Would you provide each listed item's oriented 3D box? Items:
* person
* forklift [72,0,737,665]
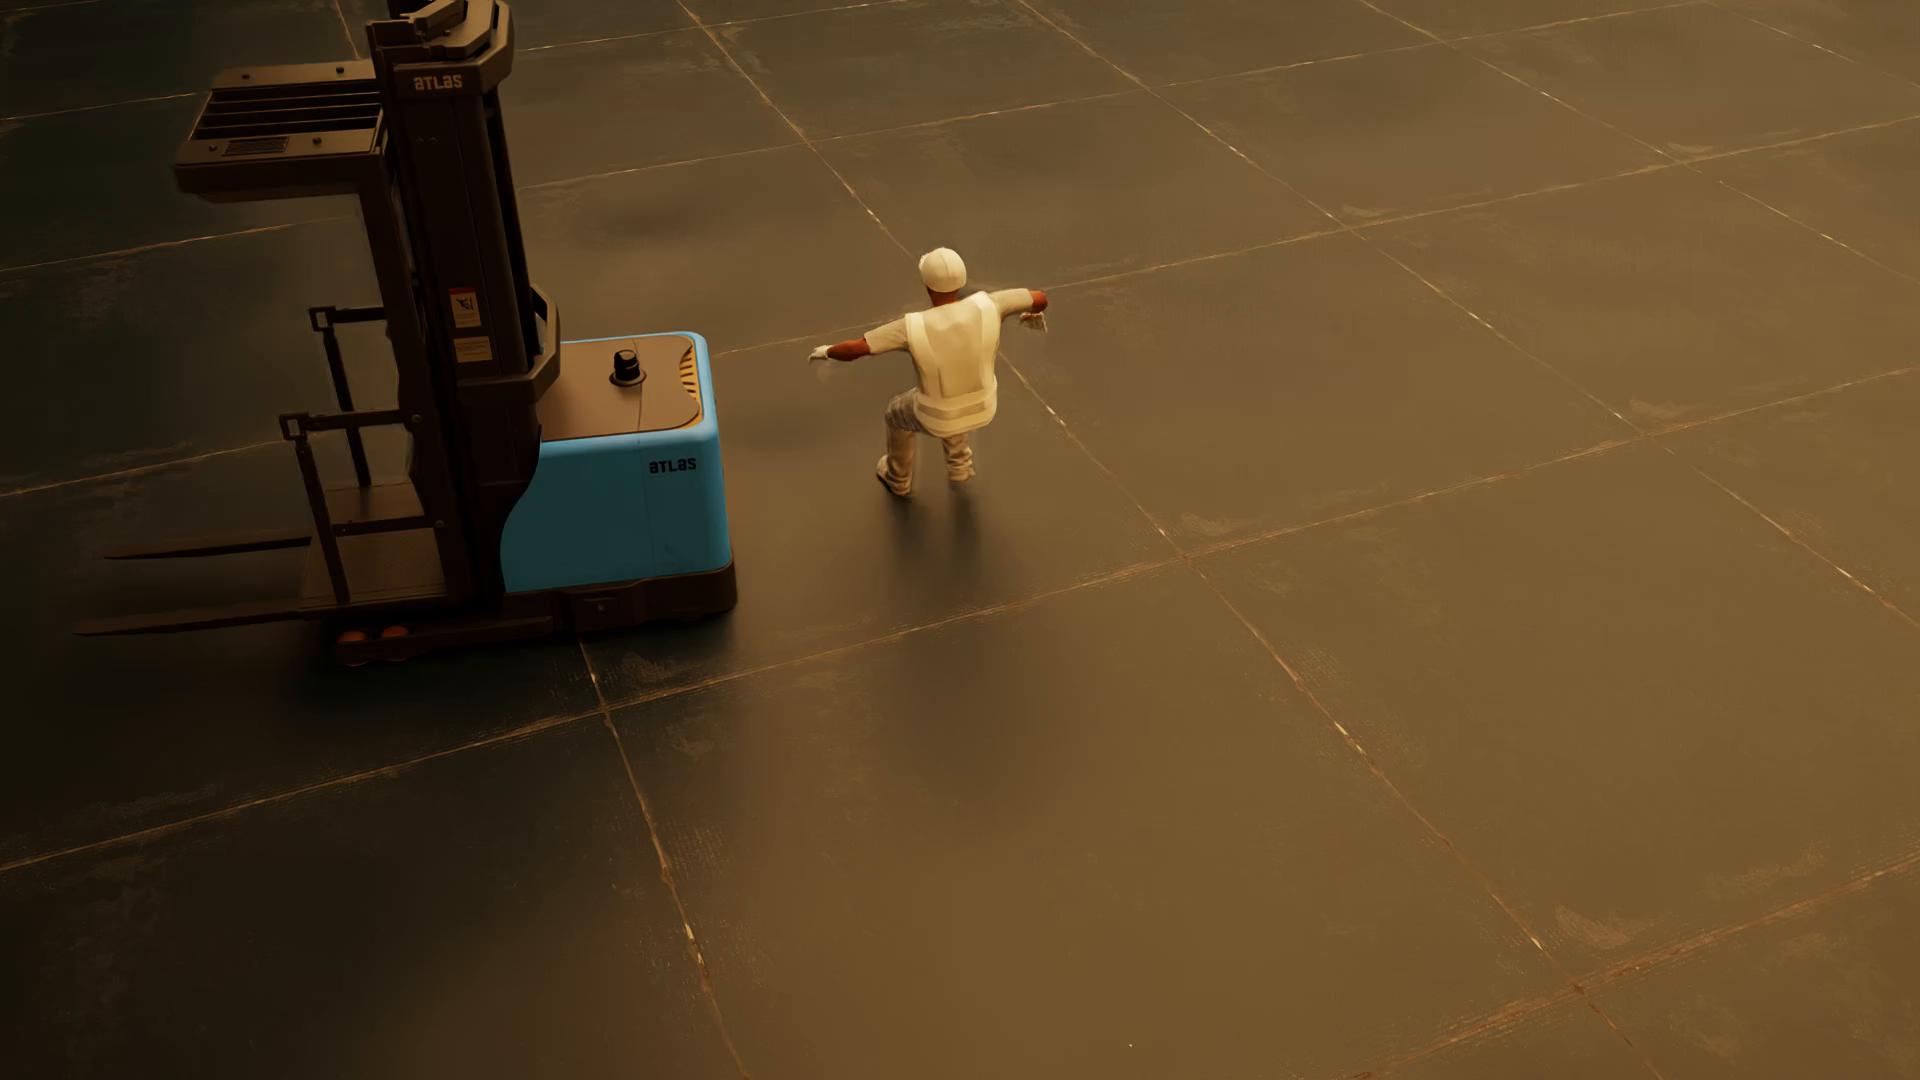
[{"bbox_3d":[-0.158,-0.842,8.450,1.234,1.593,0.857,-14,38,-19],"label":"person"},{"bbox_3d":[-2.653,-0.935,7.413,3.031,2.935,1.130,-6,36,-9],"label":"forklift"}]
